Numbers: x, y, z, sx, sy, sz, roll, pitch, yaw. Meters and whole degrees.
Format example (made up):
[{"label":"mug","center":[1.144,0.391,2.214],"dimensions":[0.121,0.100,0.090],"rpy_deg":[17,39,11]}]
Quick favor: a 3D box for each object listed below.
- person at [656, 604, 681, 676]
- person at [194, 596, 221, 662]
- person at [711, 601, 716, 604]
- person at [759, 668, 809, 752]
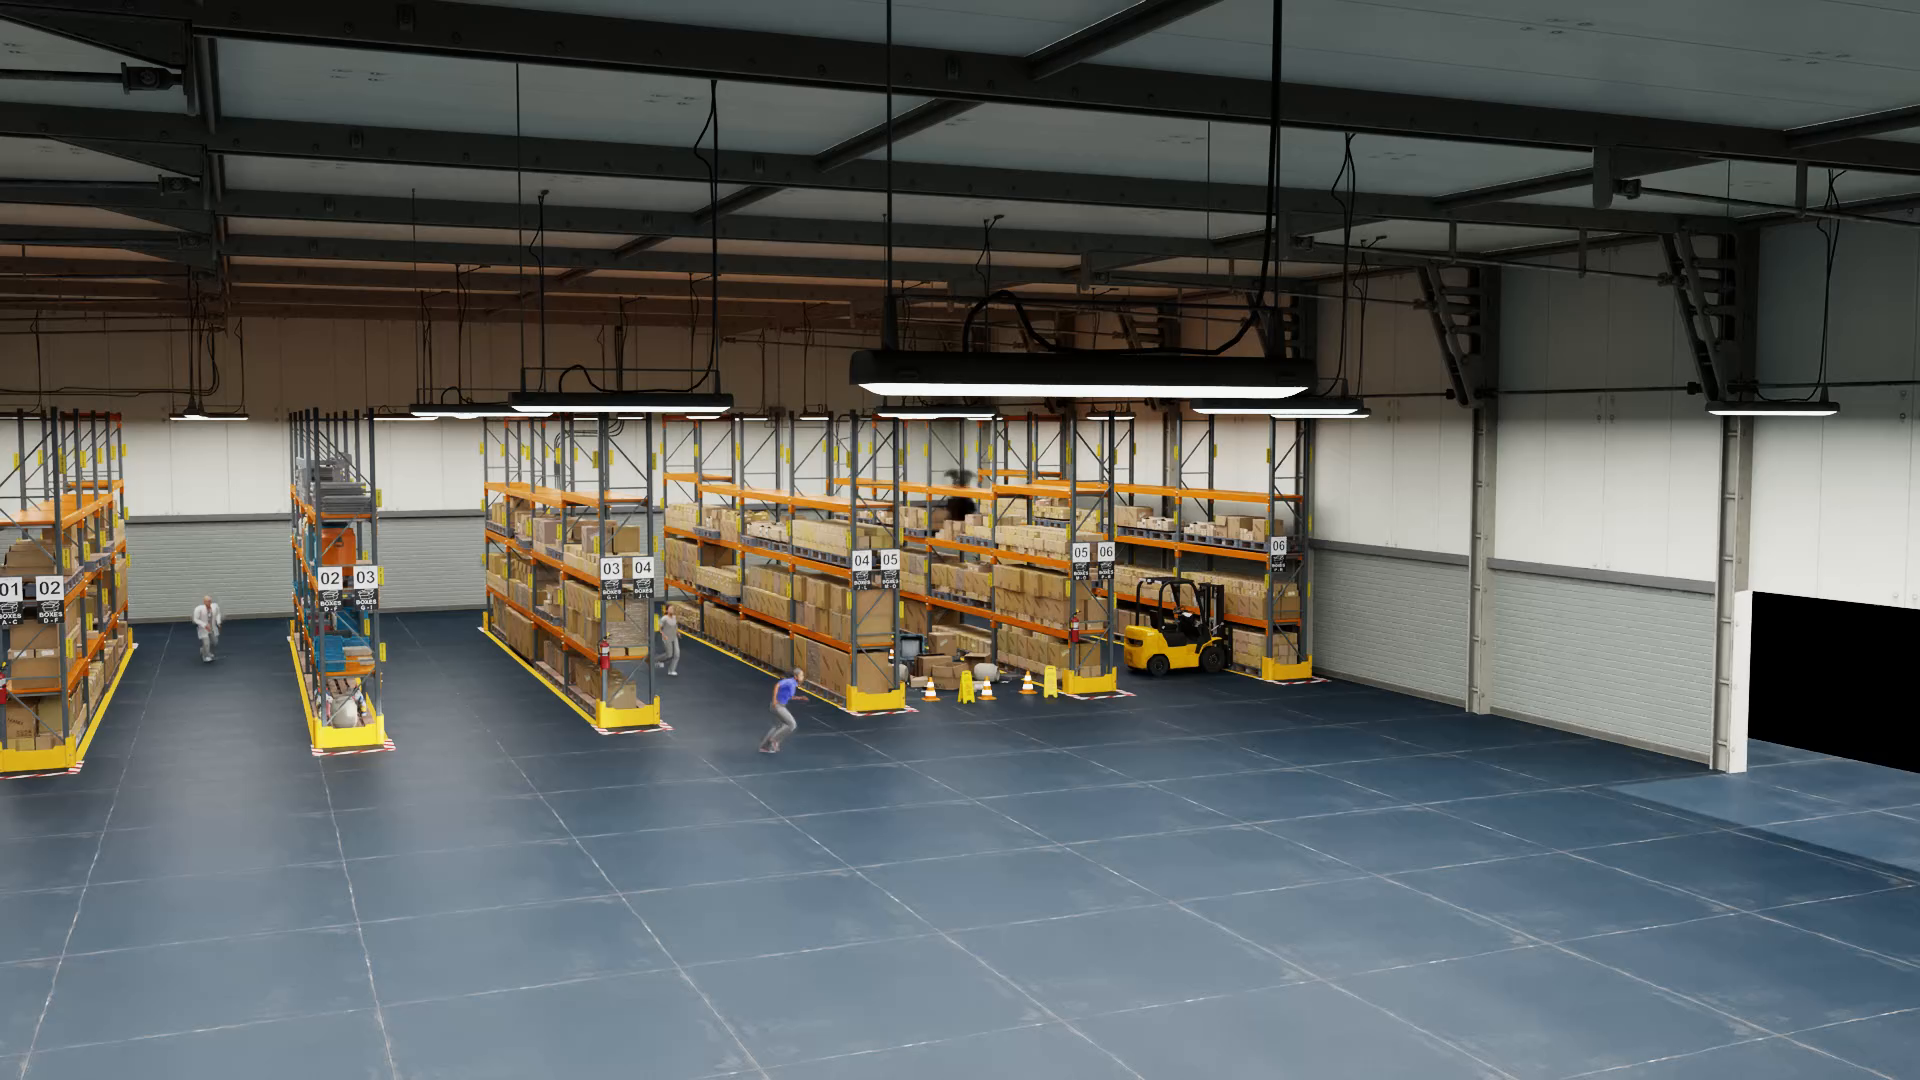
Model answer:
[{"label":"person","center":[-6.654,2.264,37.928],"dimensions":[0.575,1.622,0.687],"rpy_deg":[-4,6,-44]},{"label":"person","center":[-18.065,2.119,39.882],"dimensions":[0.878,1.623,0.694],"rpy_deg":[4,5,43]},{"label":"person","center":[-7.247,1.441,49.720],"dimensions":[0.919,1.625,0.596],"rpy_deg":[-3,5,-40]},{"label":"person","center":[-3.064,2.956,28.796],"dimensions":[0.882,1.487,0.609],"rpy_deg":[0,4,4]}]
